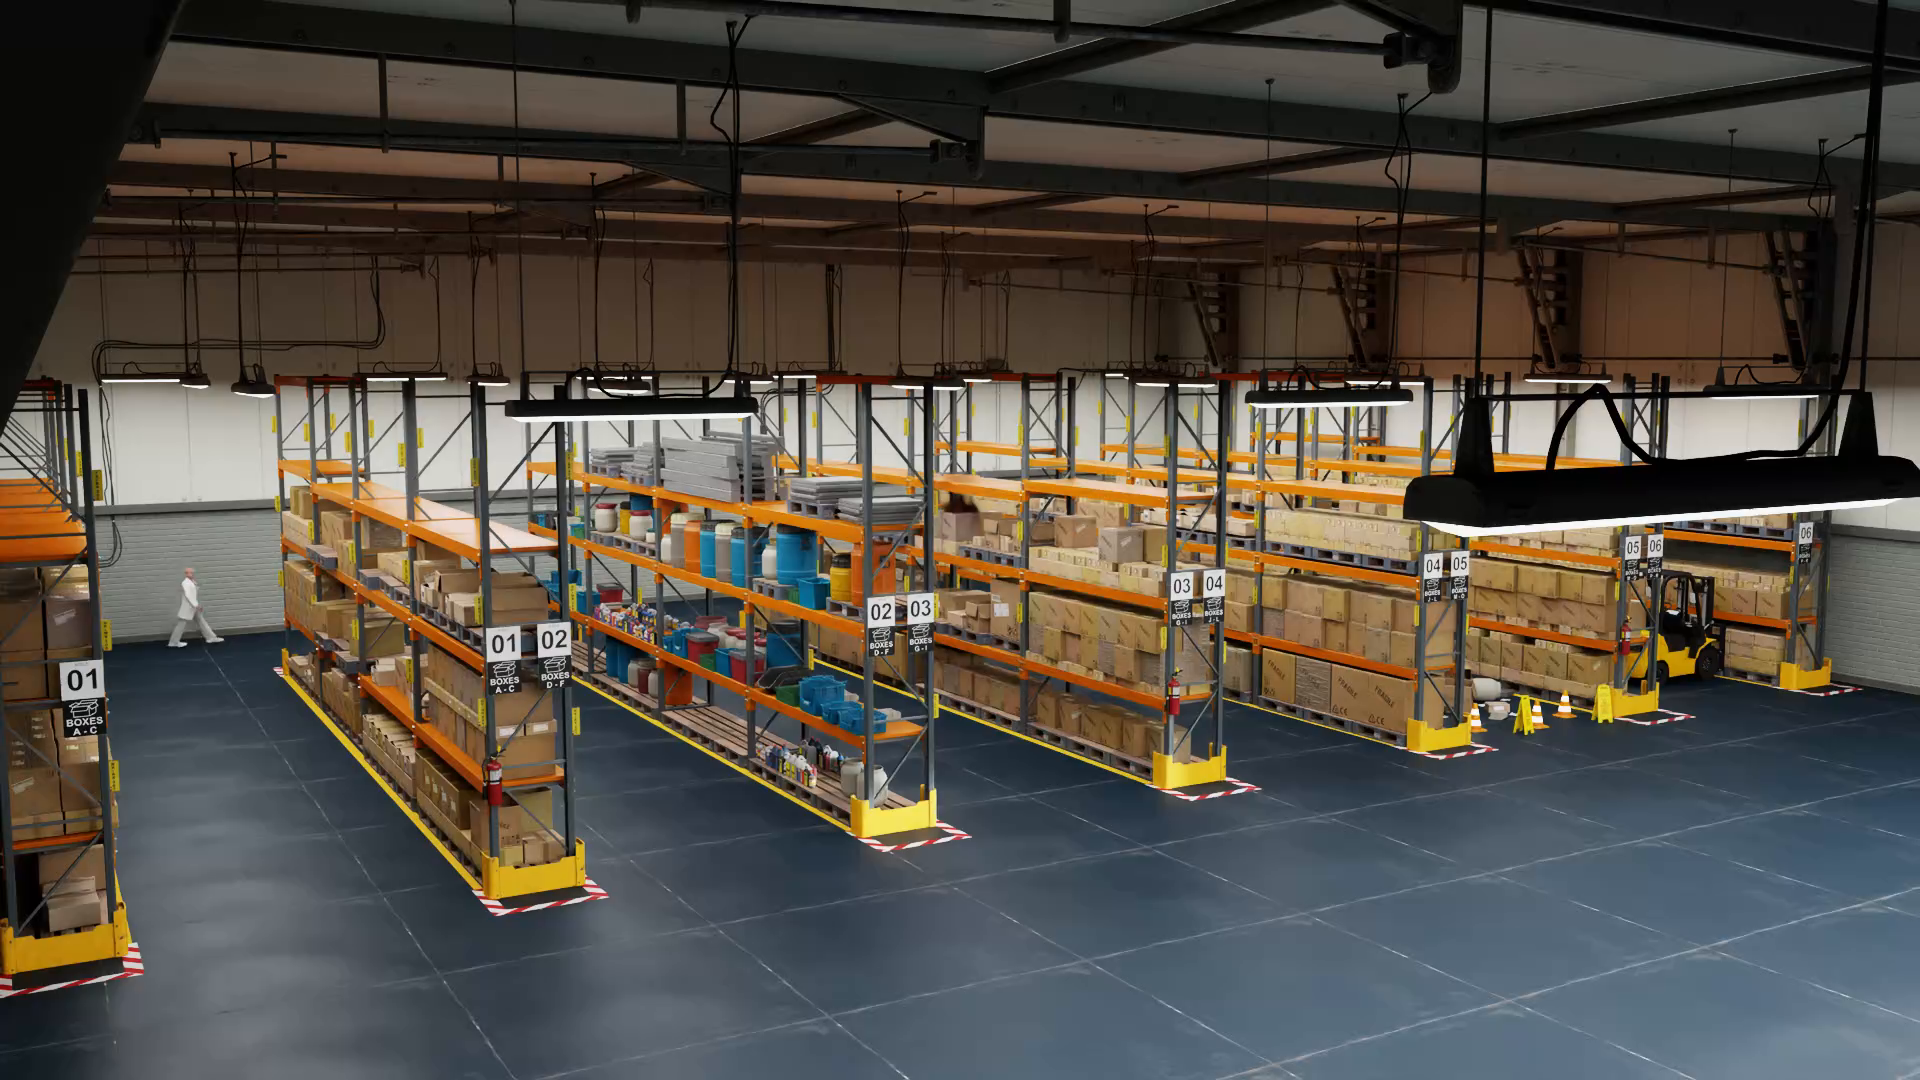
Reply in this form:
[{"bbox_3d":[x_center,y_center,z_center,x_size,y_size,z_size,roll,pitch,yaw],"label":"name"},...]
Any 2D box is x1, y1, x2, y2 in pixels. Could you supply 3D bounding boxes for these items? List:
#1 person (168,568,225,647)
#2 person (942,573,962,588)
[{"bbox_3d":[-16.763,1.457,36.420,1.113,1.726,0.686,-2,7,-19],"label":"person"},{"bbox_3d":[-0.267,0.550,44.749,0.630,1.747,0.764,2,7,22],"label":"person"}]
